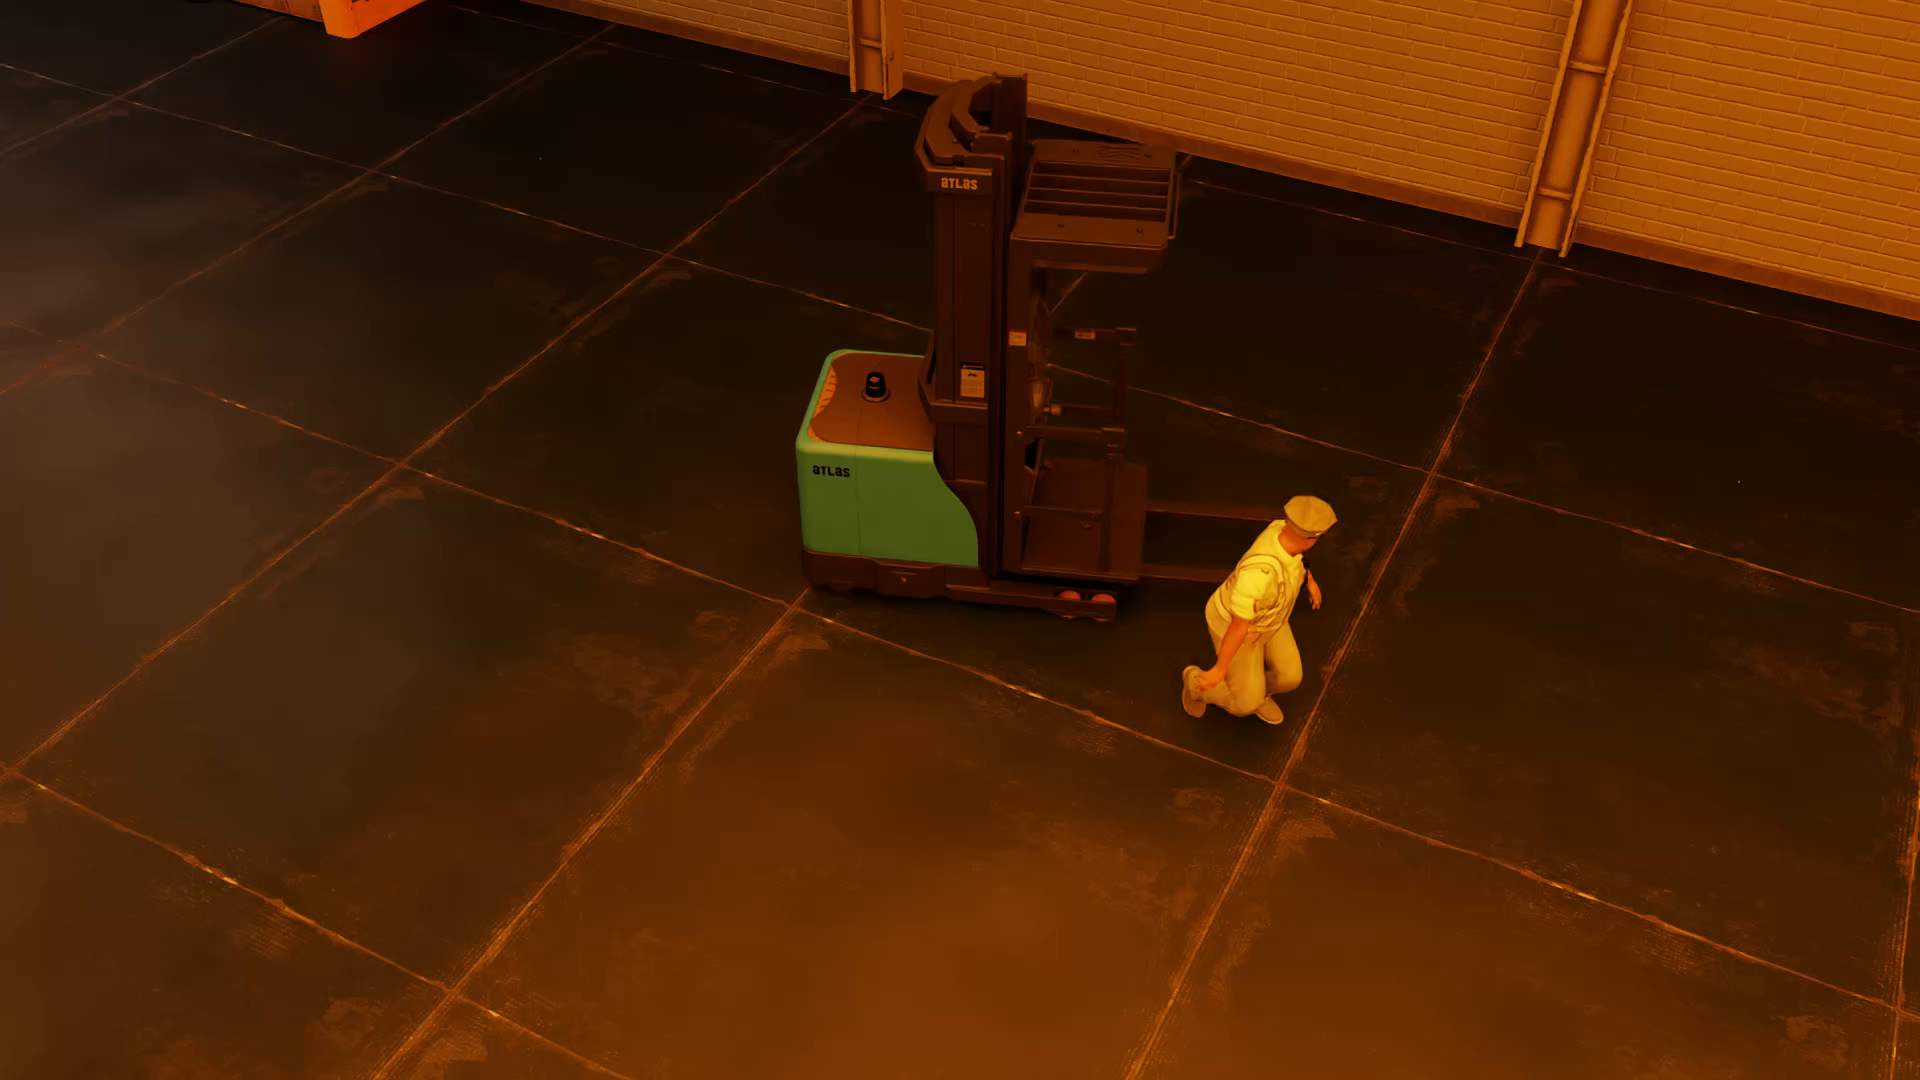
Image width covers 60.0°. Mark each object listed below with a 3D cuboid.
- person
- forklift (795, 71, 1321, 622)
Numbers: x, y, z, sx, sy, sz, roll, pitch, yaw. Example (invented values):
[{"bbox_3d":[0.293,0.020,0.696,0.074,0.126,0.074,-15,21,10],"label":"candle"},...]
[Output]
[{"bbox_3d":[1.490,0.419,8.598,0.609,1.578,0.921,32,49,32],"label":"person"},{"bbox_3d":[0.625,-1.012,9.188,3.031,2.935,1.130,5,40,6],"label":"forklift"}]
